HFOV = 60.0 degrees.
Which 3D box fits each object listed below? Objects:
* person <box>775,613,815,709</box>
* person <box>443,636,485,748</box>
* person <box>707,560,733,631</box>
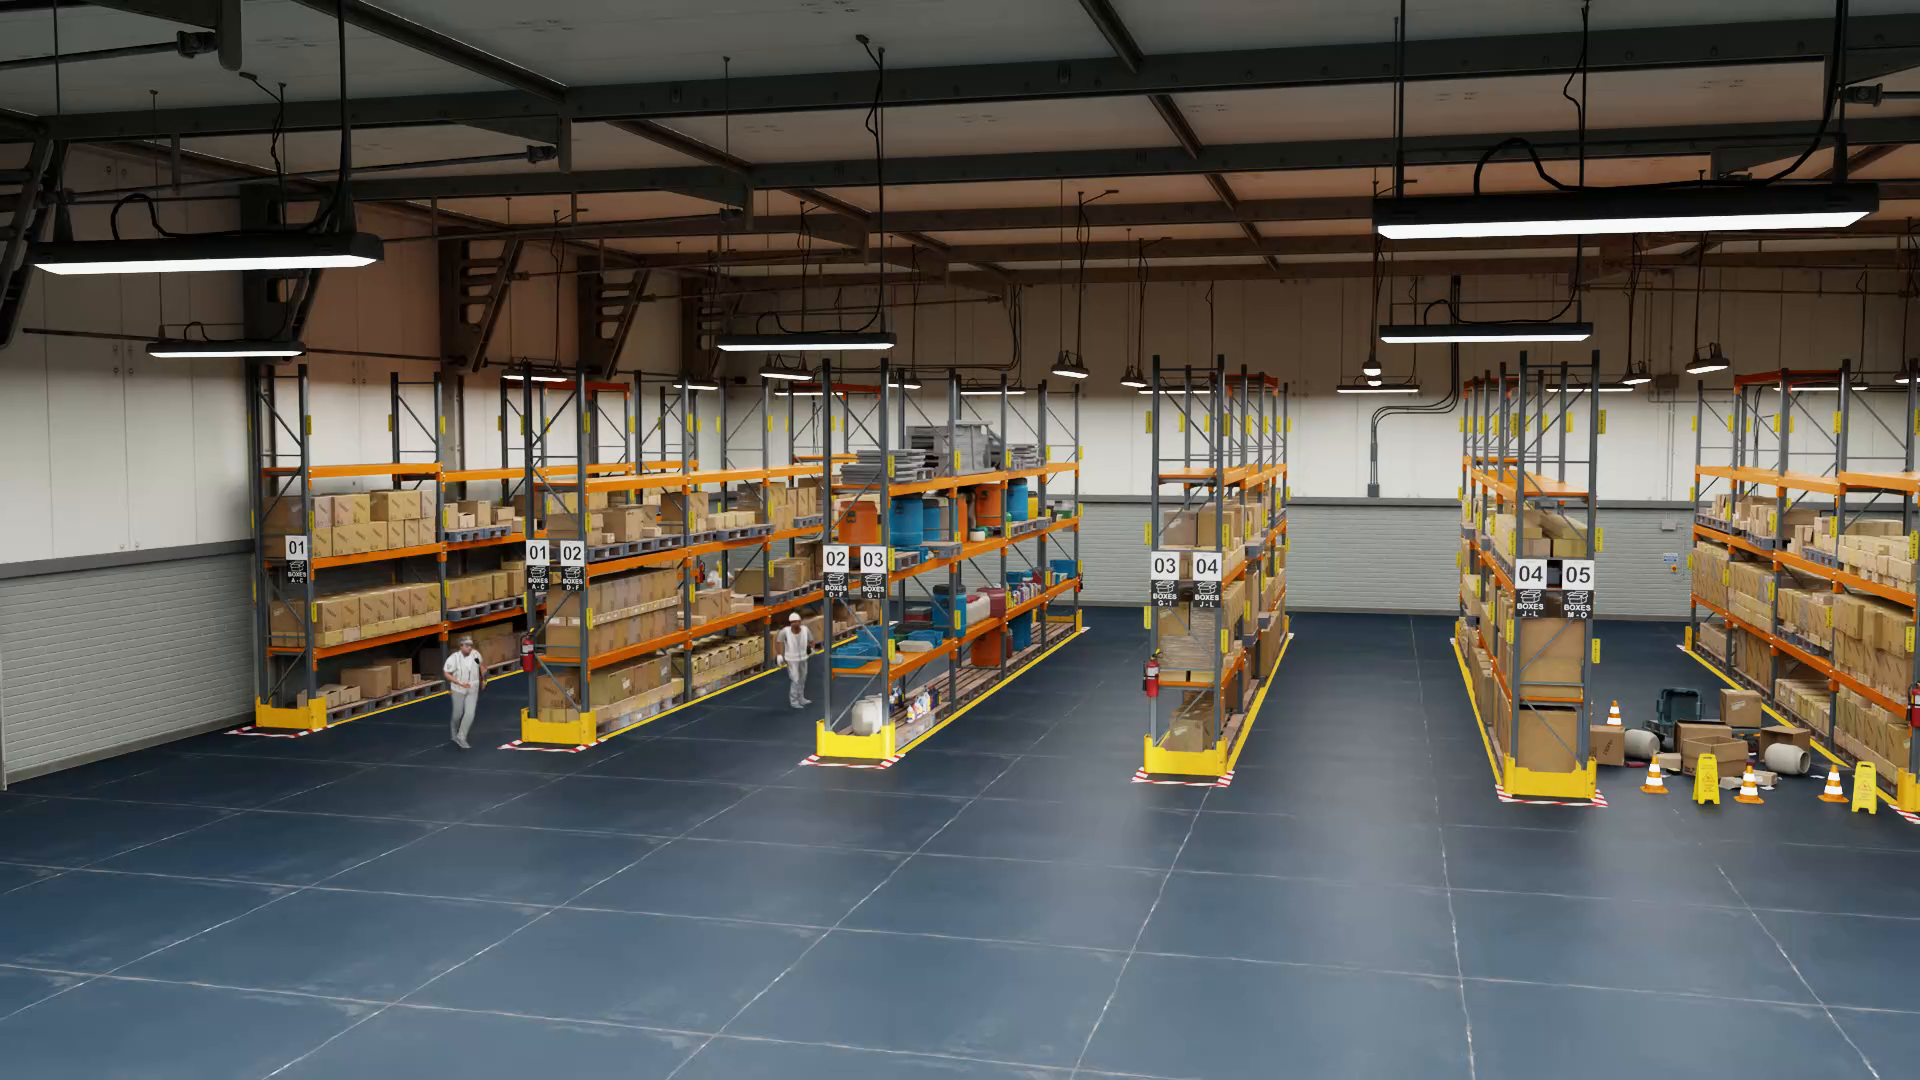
[{"bbox_3d":[-2.868,2.141,29.481,0.682,1.735,0.819,-3,5,-35],"label":"person"},{"bbox_3d":[-7.796,2.349,26.106,0.666,1.763,0.760,-2,5,-29],"label":"person"},{"bbox_3d":[-5.910,1.357,40.840,0.564,1.724,0.826,0,4,7],"label":"person"}]
